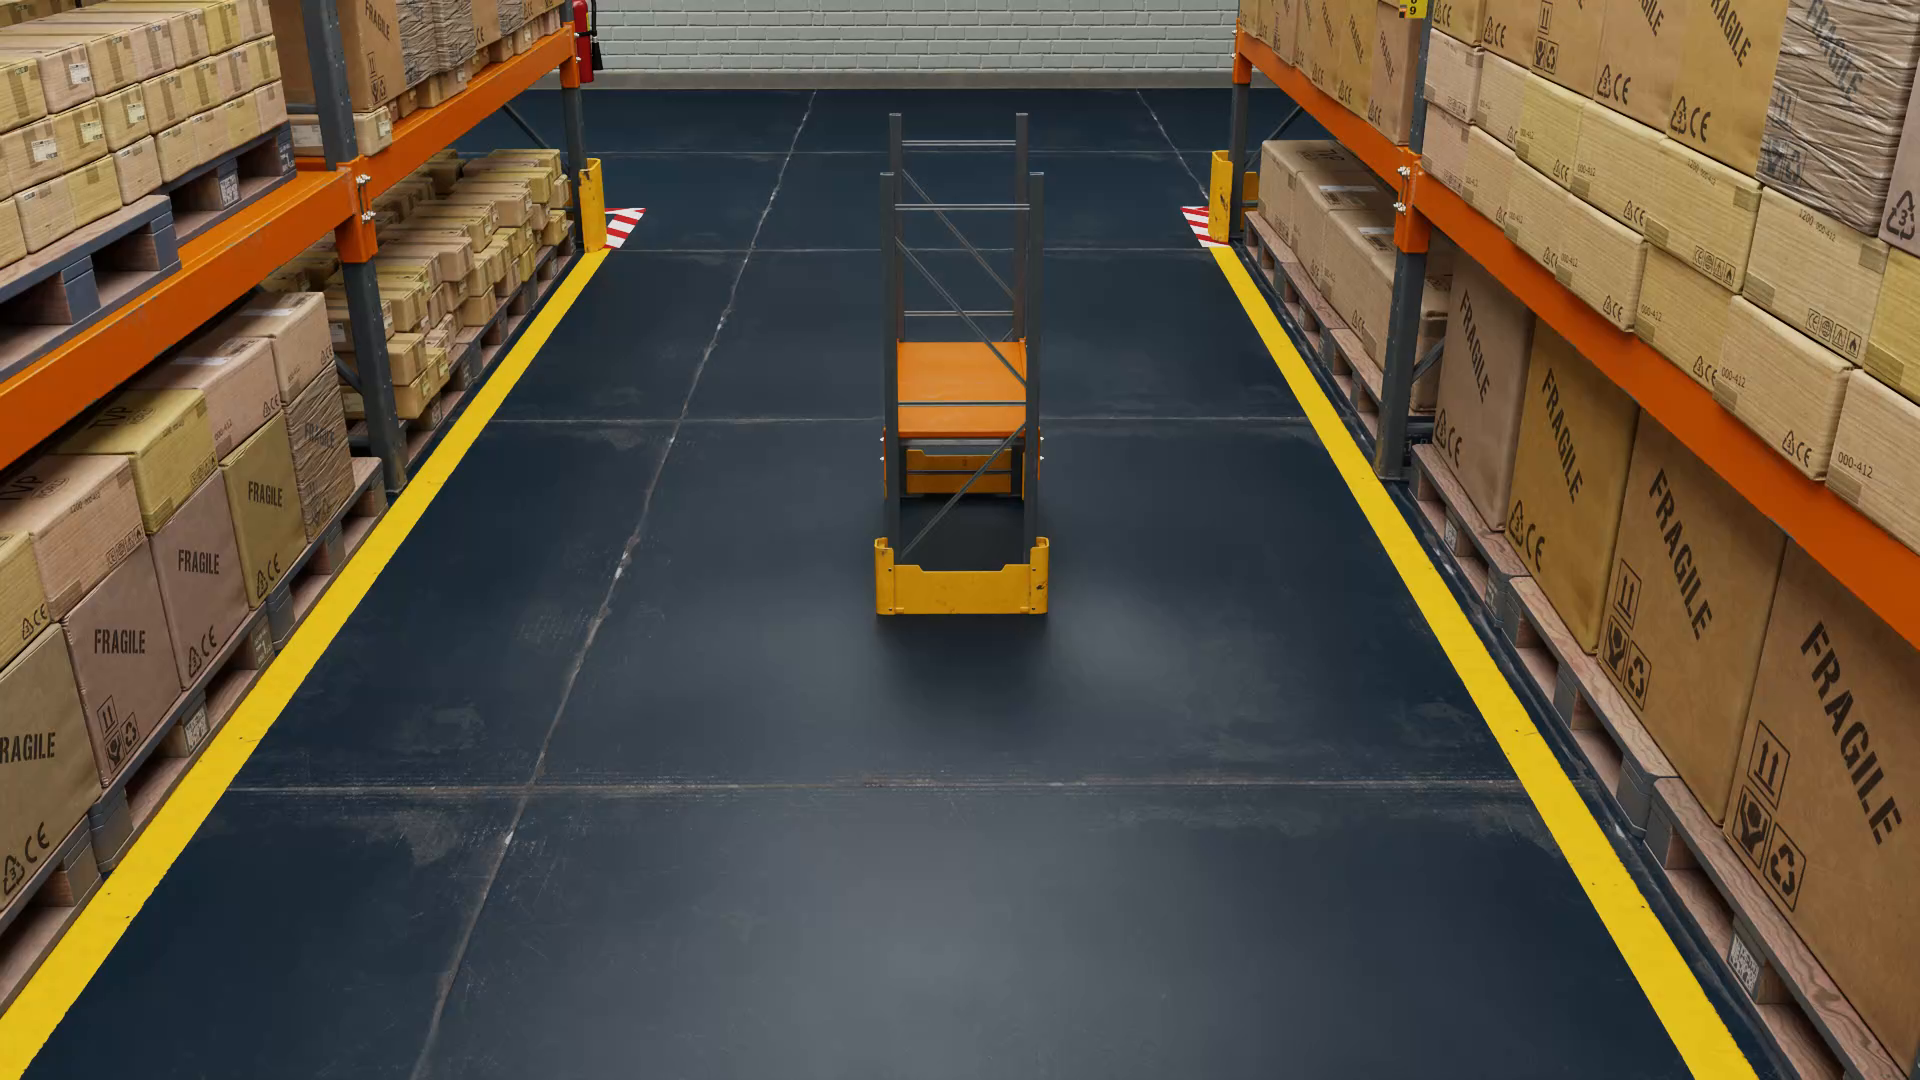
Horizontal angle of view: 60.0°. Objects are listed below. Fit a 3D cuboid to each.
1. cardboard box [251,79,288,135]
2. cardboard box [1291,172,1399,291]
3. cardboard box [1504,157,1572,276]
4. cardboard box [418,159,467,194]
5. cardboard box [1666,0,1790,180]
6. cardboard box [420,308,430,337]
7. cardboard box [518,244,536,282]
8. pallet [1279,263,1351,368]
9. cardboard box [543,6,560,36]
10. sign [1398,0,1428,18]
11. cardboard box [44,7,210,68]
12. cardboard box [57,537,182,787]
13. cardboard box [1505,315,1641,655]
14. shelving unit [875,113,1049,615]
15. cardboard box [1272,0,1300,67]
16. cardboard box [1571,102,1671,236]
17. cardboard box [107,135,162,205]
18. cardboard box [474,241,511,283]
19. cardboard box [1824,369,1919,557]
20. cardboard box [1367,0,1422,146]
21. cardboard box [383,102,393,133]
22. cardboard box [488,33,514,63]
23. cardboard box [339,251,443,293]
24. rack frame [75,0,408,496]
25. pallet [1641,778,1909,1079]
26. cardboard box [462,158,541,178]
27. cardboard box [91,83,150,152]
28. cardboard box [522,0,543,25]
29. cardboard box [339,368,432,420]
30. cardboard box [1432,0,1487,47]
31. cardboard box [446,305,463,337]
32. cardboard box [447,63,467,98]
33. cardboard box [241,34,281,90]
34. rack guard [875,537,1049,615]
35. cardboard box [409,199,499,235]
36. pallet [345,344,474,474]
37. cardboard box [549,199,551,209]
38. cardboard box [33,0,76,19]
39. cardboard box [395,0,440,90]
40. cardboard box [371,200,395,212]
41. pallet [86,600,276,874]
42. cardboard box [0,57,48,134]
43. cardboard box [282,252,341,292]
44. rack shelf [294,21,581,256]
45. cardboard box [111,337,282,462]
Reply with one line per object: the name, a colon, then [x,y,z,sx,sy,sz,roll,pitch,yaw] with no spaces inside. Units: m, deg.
cardboard box: [-2.539,-1.481,5.679,0.380,0.149,0.250,-1,24,-2]
cardboard box: [2.290,-1.654,8.867,0.875,0.438,0.875,0,24,1]
cardboard box: [1.945,-0.955,4.904,0.500,0.250,0.500,0,24,-1]
cardboard box: [-2.995,-2.048,9.366,0.380,0.149,0.250,0,24,0]
cardboard box: [1.972,-1.111,3.732,0.500,0.500,0.500,0,24,-1]
cardboard box: [-2.556,-0.949,7.298,0.380,0.149,0.250,0,24,-1]
cardboard box: [-2.468,-1.470,8.810,0.380,0.149,0.250,-1,24,-3]
pallet: [2.262,-1.177,8.597,1.003,0.211,1.213,0,24,-1]
cardboard box: [-2.498,-2.967,9.475,0.380,0.149,0.250,0,24,0]
sign: [1.653,-2.058,6.013,0.100,0.325,0.005,0,24,-1]
cardboard box: [-2.537,-1.533,5.072,0.380,0.149,0.250,-1,24,-2]
cardboard box: [-2.469,0.318,4.430,0.500,0.500,0.500,-1,24,-2]
cardboard box: [2.312,-0.226,5.179,0.875,0.875,0.875,0,24,1]
shelving unit: [0.001,-0.652,5.871,0.587,1.500,1.083,0,24,-1]
cardboard box: [1.903,-2.707,8.474,0.500,0.500,0.500,0,24,-1]
cardboard box: [1.951,-0.976,4.344,0.500,0.250,0.500,-1,24,-2]
cardboard box: [-2.523,-1.053,4.733,0.380,0.149,0.250,-1,24,-3]
cardboard box: [-2.452,-1.380,8.250,0.380,0.149,0.250,0,24,0]
cardboard box: [1.986,-0.121,3.060,0.500,0.250,0.500,-1,24,-2]
cardboard box: [1.947,-1.866,6.614,0.500,0.500,0.500,0,24,0]
cardboard box: [-2.494,-1.676,6.621,0.380,0.149,0.250,0,24,1]
cardboard box: [-2.516,-2.548,8.548,0.380,0.149,0.250,-1,24,-3]
cardboard box: [-2.559,-1.198,7.487,0.380,0.149,0.250,-1,24,-2]
rack frame: [-2.741,-1.566,6.074,1.000,3.000,0.127,0,24,-1]
pallet: [2.318,0.963,3.864,1.003,0.211,1.213,0,24,-1]
cardboard box: [-2.580,-2.057,9.387,0.380,0.149,0.250,0,24,0]
cardboard box: [-2.526,-1.185,4.665,0.380,0.149,0.250,-1,24,-3]
cardboard box: [-2.522,-3.000,8.760,0.500,0.500,0.500,-1,24,-1]
cardboard box: [-2.424,-0.610,6.909,0.380,0.149,0.250,-1,24,-3]
cardboard box: [1.925,-1.949,5.584,0.500,0.500,0.500,0,24,0]
cardboard box: [-2.572,-1.037,7.853,0.380,0.149,0.250,-1,24,-3]
cardboard box: [-2.480,-2.113,7.586,0.380,0.149,0.250,1,24,2]
cardboard box: [-2.539,-1.616,5.617,0.380,0.149,0.250,0,24,1]
rack guard: [0.006,0.123,5.675,0.587,0.250,0.087,0,24,-1]
cardboard box: [-2.560,-1.625,8.430,0.380,0.149,0.250,-1,24,-2]
pallet: [-2.784,-0.573,7.260,1.003,0.211,1.213,0,24,-1]
cardboard box: [-2.544,-1.919,9.441,0.380,0.149,0.250,-1,24,-2]
cardboard box: [-3.196,-1.750,5.553,0.380,0.149,0.250,1,24,2]
cardboard box: [-2.507,-2.157,6.896,0.500,0.500,0.500,0,24,-1]
cardboard box: [-3.084,-1.619,8.417,0.380,0.149,0.250,0,24,0]
pallet: [-2.715,0.529,4.825,1.003,0.211,1.213,0,24,-1]
cardboard box: [-2.523,-1.102,4.120,0.380,0.149,0.250,-1,24,-1]
cardboard box: [-2.982,-1.190,7.470,0.380,0.149,0.250,1,24,1]
rack shelf: [-2.763,-2.063,8.044,1.077,0.370,4.000,0,24,-1]
cardboard box: [-2.488,-0.443,5.203,0.500,0.250,0.500,1,24,2]
